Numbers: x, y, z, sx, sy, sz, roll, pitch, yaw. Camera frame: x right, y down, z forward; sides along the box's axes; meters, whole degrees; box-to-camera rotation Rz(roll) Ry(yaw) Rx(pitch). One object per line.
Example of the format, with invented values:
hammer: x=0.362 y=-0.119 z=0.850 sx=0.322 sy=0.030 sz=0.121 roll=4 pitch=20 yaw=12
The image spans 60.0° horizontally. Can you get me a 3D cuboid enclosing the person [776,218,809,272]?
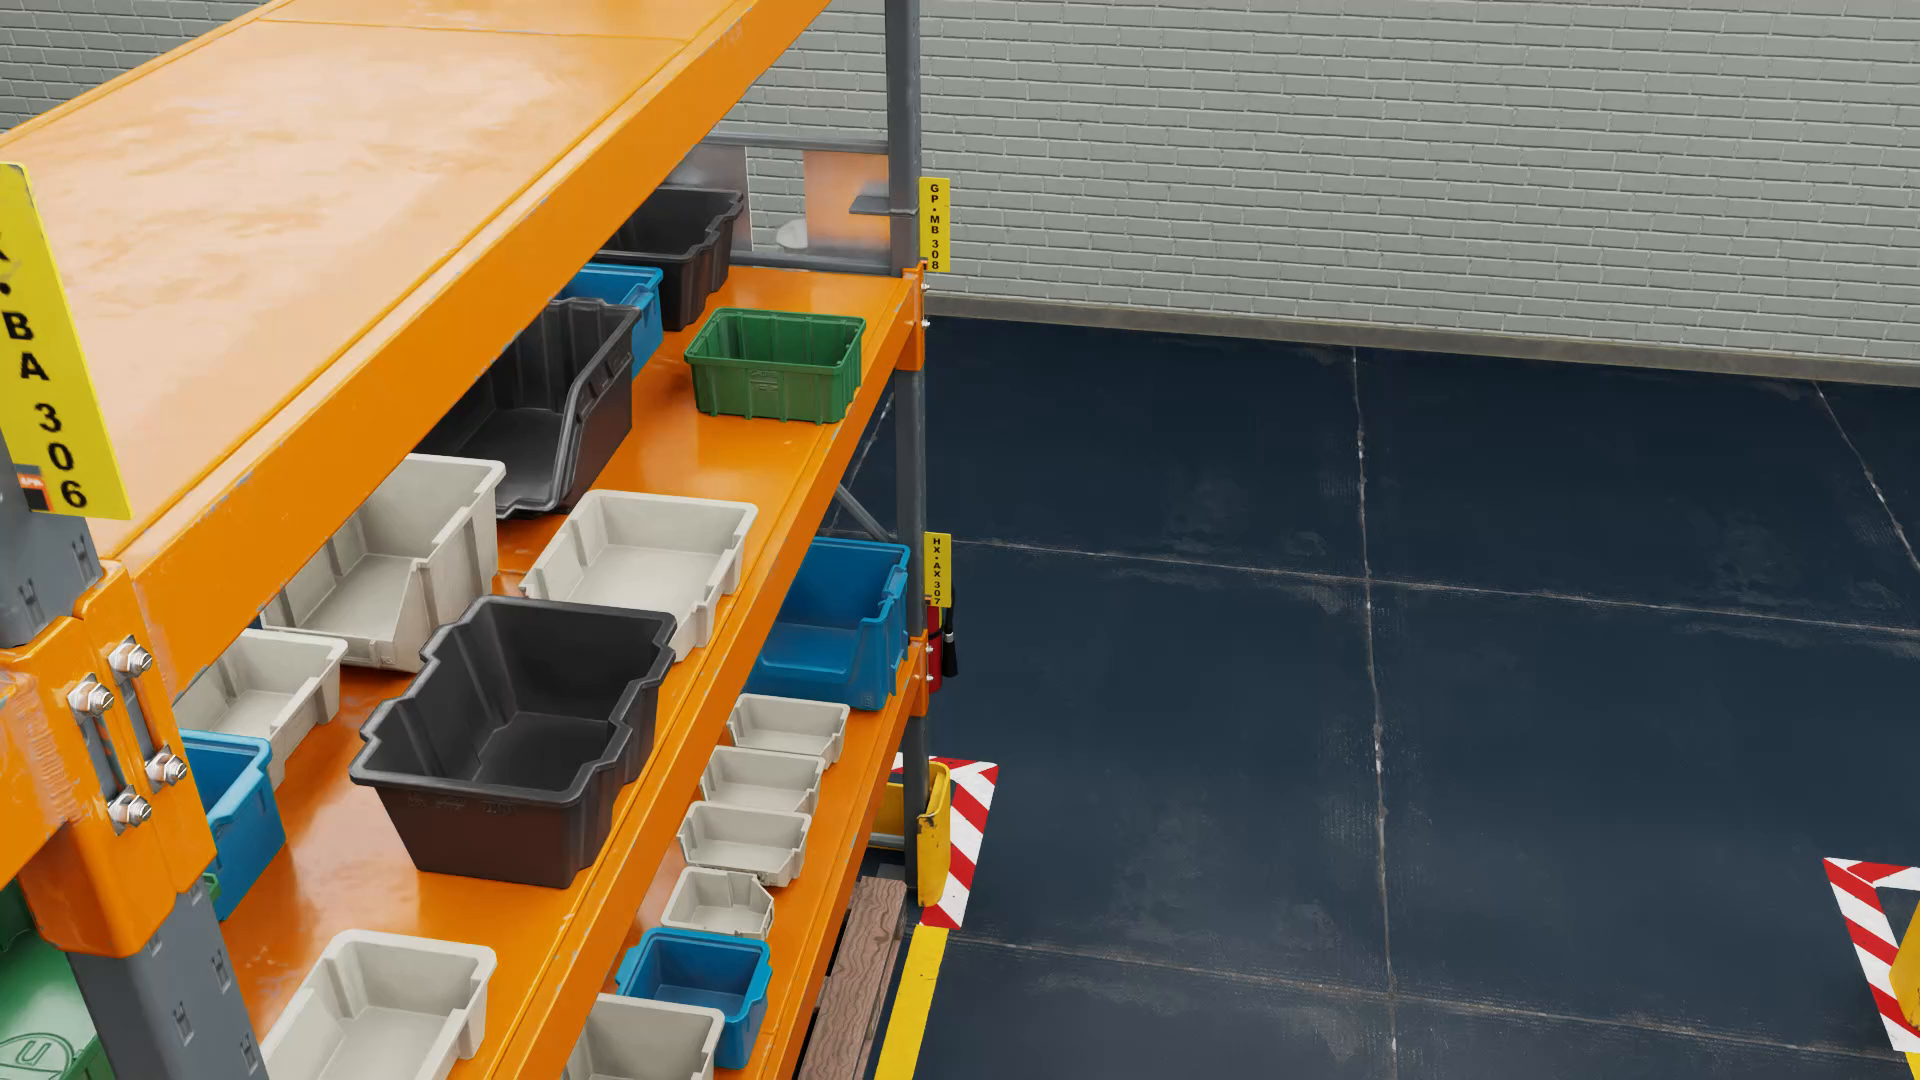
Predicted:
person: x=-0.853 y=-0.948 z=9.227 sx=0.576 sy=1.696 sz=1.072 roll=8 pitch=33 yaw=12
